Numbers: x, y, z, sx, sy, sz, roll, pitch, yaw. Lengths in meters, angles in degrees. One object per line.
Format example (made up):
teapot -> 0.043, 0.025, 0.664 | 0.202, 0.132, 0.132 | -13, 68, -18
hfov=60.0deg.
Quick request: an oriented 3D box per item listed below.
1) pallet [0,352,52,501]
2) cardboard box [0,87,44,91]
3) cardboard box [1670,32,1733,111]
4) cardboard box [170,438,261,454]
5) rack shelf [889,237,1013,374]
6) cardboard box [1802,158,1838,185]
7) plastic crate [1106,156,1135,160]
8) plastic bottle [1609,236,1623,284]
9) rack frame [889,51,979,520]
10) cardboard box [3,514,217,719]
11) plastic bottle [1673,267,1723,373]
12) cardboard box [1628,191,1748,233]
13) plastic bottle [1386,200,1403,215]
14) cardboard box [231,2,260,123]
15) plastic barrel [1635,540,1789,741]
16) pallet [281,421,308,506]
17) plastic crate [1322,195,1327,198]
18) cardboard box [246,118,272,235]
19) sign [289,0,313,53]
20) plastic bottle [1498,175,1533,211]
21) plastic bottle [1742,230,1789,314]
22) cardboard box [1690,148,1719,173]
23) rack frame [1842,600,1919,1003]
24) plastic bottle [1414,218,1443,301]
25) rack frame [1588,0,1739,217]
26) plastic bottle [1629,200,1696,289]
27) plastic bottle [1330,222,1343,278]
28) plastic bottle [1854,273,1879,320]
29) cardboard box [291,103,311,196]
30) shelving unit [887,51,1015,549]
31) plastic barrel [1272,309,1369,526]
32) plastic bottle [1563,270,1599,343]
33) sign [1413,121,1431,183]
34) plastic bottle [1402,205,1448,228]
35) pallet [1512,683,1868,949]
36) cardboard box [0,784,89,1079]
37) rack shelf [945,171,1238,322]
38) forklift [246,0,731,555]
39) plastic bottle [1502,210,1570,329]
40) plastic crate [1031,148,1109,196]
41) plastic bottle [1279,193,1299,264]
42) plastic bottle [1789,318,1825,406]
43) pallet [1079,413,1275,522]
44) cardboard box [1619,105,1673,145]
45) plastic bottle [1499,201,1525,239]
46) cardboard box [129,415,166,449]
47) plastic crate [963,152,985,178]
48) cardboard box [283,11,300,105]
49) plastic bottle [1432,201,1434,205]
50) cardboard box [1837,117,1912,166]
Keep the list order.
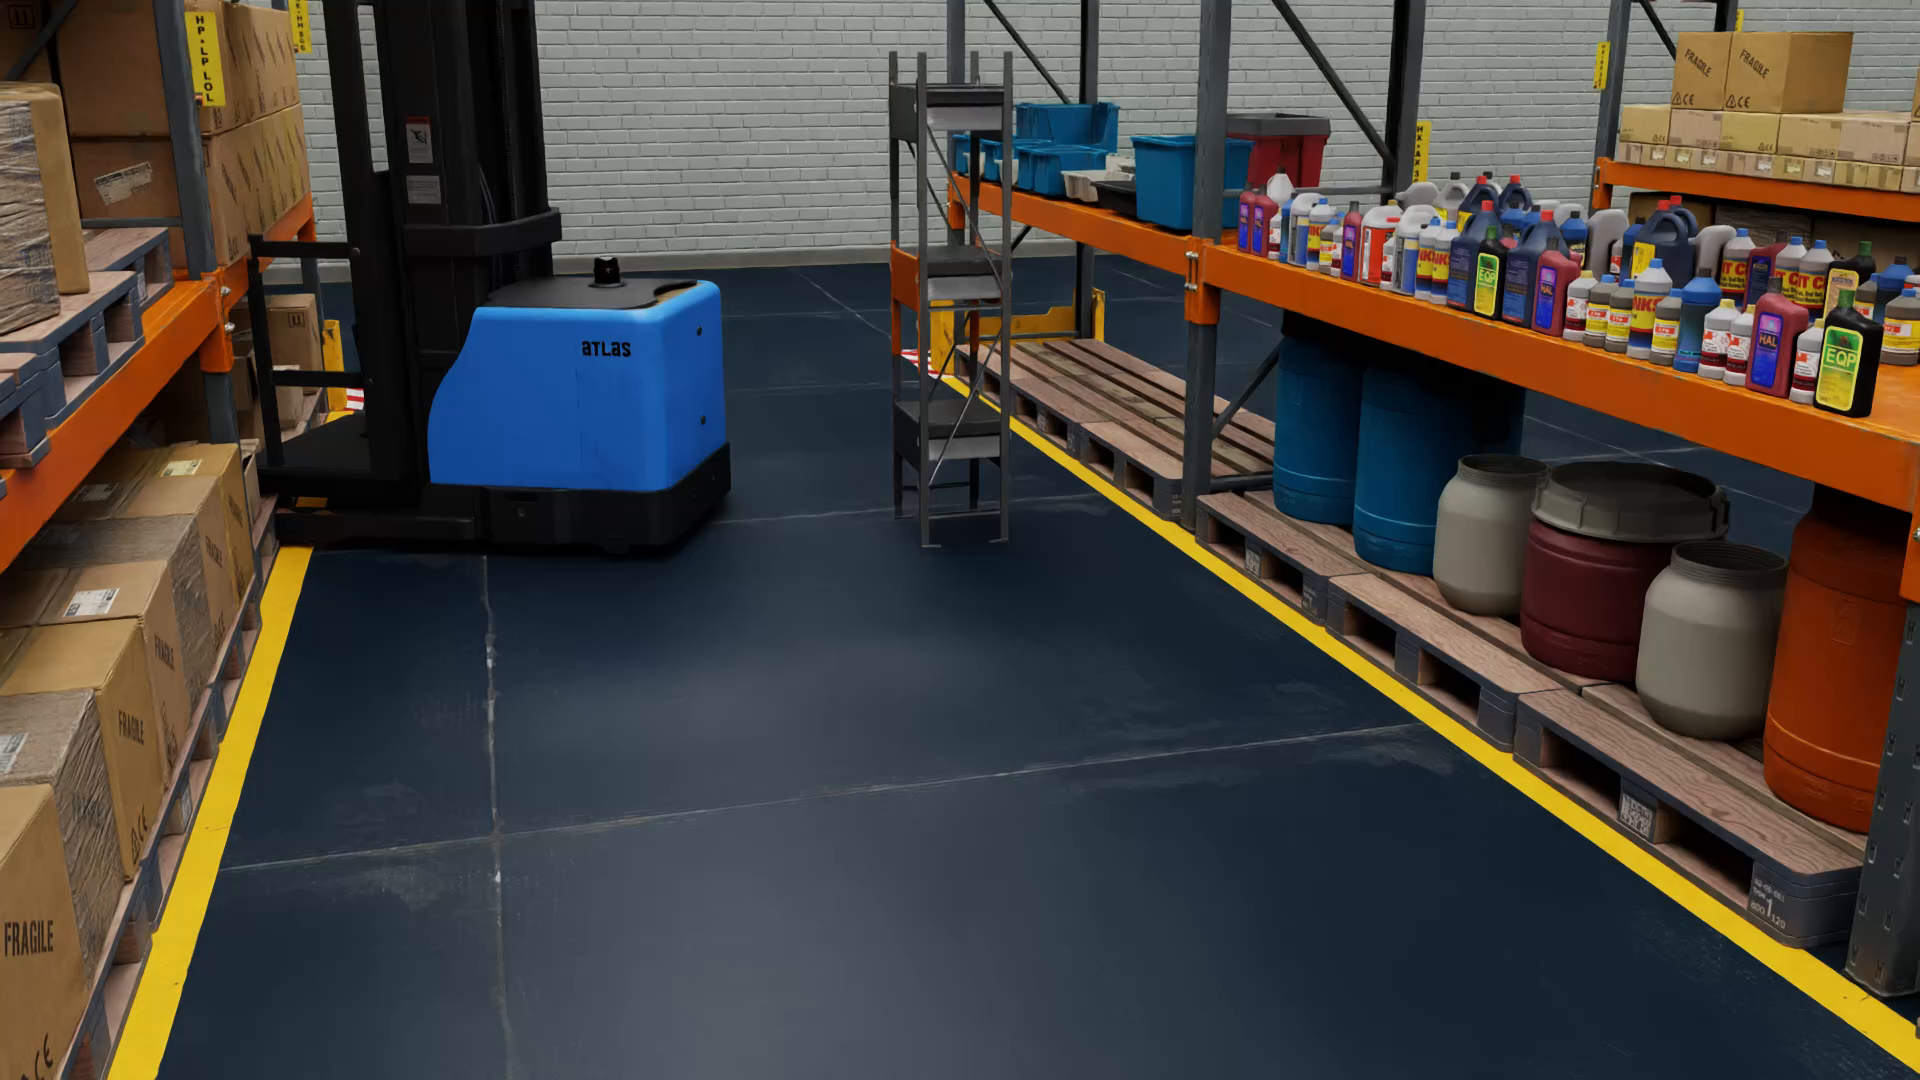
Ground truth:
pallet -> -2.406, -0.117, 2.960 | 1.213, 0.211, 1.003 | -5, 17, -15
cardboard box -> -3.087, -1.048, 4.824 | 0.700, 0.500, 0.500 | -2, 17, -6
cardboard box -> 5.184, -3.159, 11.195 | 0.500, 0.500, 0.500 | -5, 17, -17
cardboard box -> -3.407, -0.358, 7.592 | 0.380, 0.166, 0.250 | -5, 17, -15
rack shelf -> -0.045, -1.038, 7.306 | 0.431, 0.518, 0.480 | -5, 17, -15
cardboard box -> 5.453, -2.279, 10.263 | 0.380, 0.149, 0.250 | -4, 17, -14
plastic crate -> 0.876, -2.240, 10.049 | 0.396, 0.136, 0.243 | -5, 17, -15
plastic bottle -> 2.329, -0.973, 5.823 | 0.097, 0.201, 0.097 | 0, 17, 0
rack frame -> -0.113, -1.119, 7.527 | 0.400, 2.100, 0.015 | -5, 17, -15
cardboard box -> -2.576, 0.243, 5.008 | 0.500, 0.500, 0.500 | -4, 17, -15
plastic bottle -> 1.959, -0.585, 4.408 | 0.097, 0.271, 0.097 | 0, 17, 0
cardboard box -> 5.427, -2.034, 11.974 | 0.875, 0.875, 0.875 | -5, 17, -15
plastic bottle -> 1.816, -1.330, 7.011 | 0.097, 0.201, 0.097 | 0, 17, 0
cardboard box -> -3.394, -2.097, 7.308 | 0.500, 0.500, 0.500 | -5, 17, -17
plastic barrel -> 2.219, 0.290, 4.867 | 0.421, 0.512, 0.421 | 0, 17, 0
pallet -> -3.779, -0.326, 8.169 | 1.003, 0.211, 1.213 | -5, 17, -15
plastic crate -> 1.521, -1.566, 7.806 | 0.396, 0.136, 0.243 | -5, 17, -15
cardboard box -> -3.409, -1.623, 7.469 | 0.500, 0.500, 0.500 | -5, 17, -16
sign -> -3.812, -2.984, 9.609 | 0.100, 0.325, 0.005 | -5, 17, -15
plastic bottle -> 2.130, -1.220, 6.387 | 0.144, 0.351, 0.185 | -5, 17, -15
plastic bottle -> 2.529, -0.830, 5.203 | 0.061, 0.283, 0.133 | -5, 17, -15
cardboard box -> 5.170, -2.563, 11.208 | 0.380, 0.149, 0.250 | -5, 17, -16
rack frame -> 2.611, -0.417, 3.627 | 1.000, 3.000, 0.127 | -5, 17, -15
plastic bottle -> 1.596, -0.949, 5.622 | 0.097, 0.271, 0.097 | 0, 17, 0
rack frame -> 5.175, -3.022, 12.297 | 1.000, 3.000, 0.127 | -5, 17, -15
plastic bottle -> 2.272, -0.918, 5.379 | 0.144, 0.351, 0.185 | -5, 17, -15
plastic bottle -> 1.432, -1.081, 6.182 | 0.097, 0.201, 0.097 | 0, 17, 0
plastic bottle -> 2.633, -0.666, 4.802 | 0.097, 0.201, 0.097 | 0, 17, 0
cardboard box -> -3.966, -2.185, 9.338 | 0.500, 0.500, 0.500 | -4, 17, -14
shelving unit -> -0.045, -1.051, 7.302 | 0.431, 2.100, 0.503 | -5, 17, -15
plastic barrel -> 1.645, -0.568, 7.046 | 0.600, 0.901, 0.708 | -5, 17, -15
plastic bottle -> 1.825, -0.686, 4.867 | 0.097, 0.201, 0.097 | 0, 17, 0
sign -> 2.041, -1.699, 7.413 | 0.100, 0.325, 0.005 | -5, 17, -15
plastic bottle -> 1.673, -1.062, 5.989 | 0.152, 0.276, 0.135 | -5, 17, -15
pallet -> 2.354, 0.704, 4.743 | 1.003, 0.211, 1.213 | -5, 17, -15
cardboard box -> -2.003, 0.811, 3.117 | 0.500, 0.500, 0.500 | -4, 17, -13
rack shelf -> 0.962, -1.732, 9.255 | 1.077, 0.370, 4.000 | -5, 17, -15
forklift -> -2.662, -1.516, 7.403 | 3.031, 2.935, 1.130 | 2, 17, 8
plastic bottle -> 1.772, -0.835, 5.104 | 0.144, 0.351, 0.185 | -5, 17, -15
plastic crate -> 0.608, -2.037, 9.206 | 0.416, 0.233, 0.300 | -5, 17, -15
plastic bottle -> 1.315, -1.233, 6.565 | 0.097, 0.271, 0.097 | 0, 17, 0
plastic bottle -> 2.075, -0.434, 4.027 | 0.097, 0.201, 0.097 | 0, 17, 0
pallet -> 1.272, -0.388, 8.378 | 1.003, 0.211, 1.213 | -5, 17, -15
cardboard box -> 5.047, -2.938, 11.763 | 0.500, 0.250, 0.500 | -5, 17, -17
plastic bottle -> 2.055, -1.123, 6.200 | 0.097, 0.271, 0.097 | 0, 17, 0
cardboard box -> -3.887, -0.399, 7.474 | 0.500, 0.311, 0.500 | -5, 17, -15
plastic crate -> 0.172, -2.343, 10.392 | 0.250, 0.136, 0.298 | -5, 17, -15
cardboard box -> -3.965, -2.665, 9.198 | 0.500, 0.500, 0.500 | -5, 17, -16
plastic bottle -> 1.989, -1.315, 6.961 | 0.097, 0.201, 0.097 | 0, 17, 0
cardboard box -> 5.615, -2.371, 9.876 | 0.500, 0.250, 0.500 | -4, 17, -14
